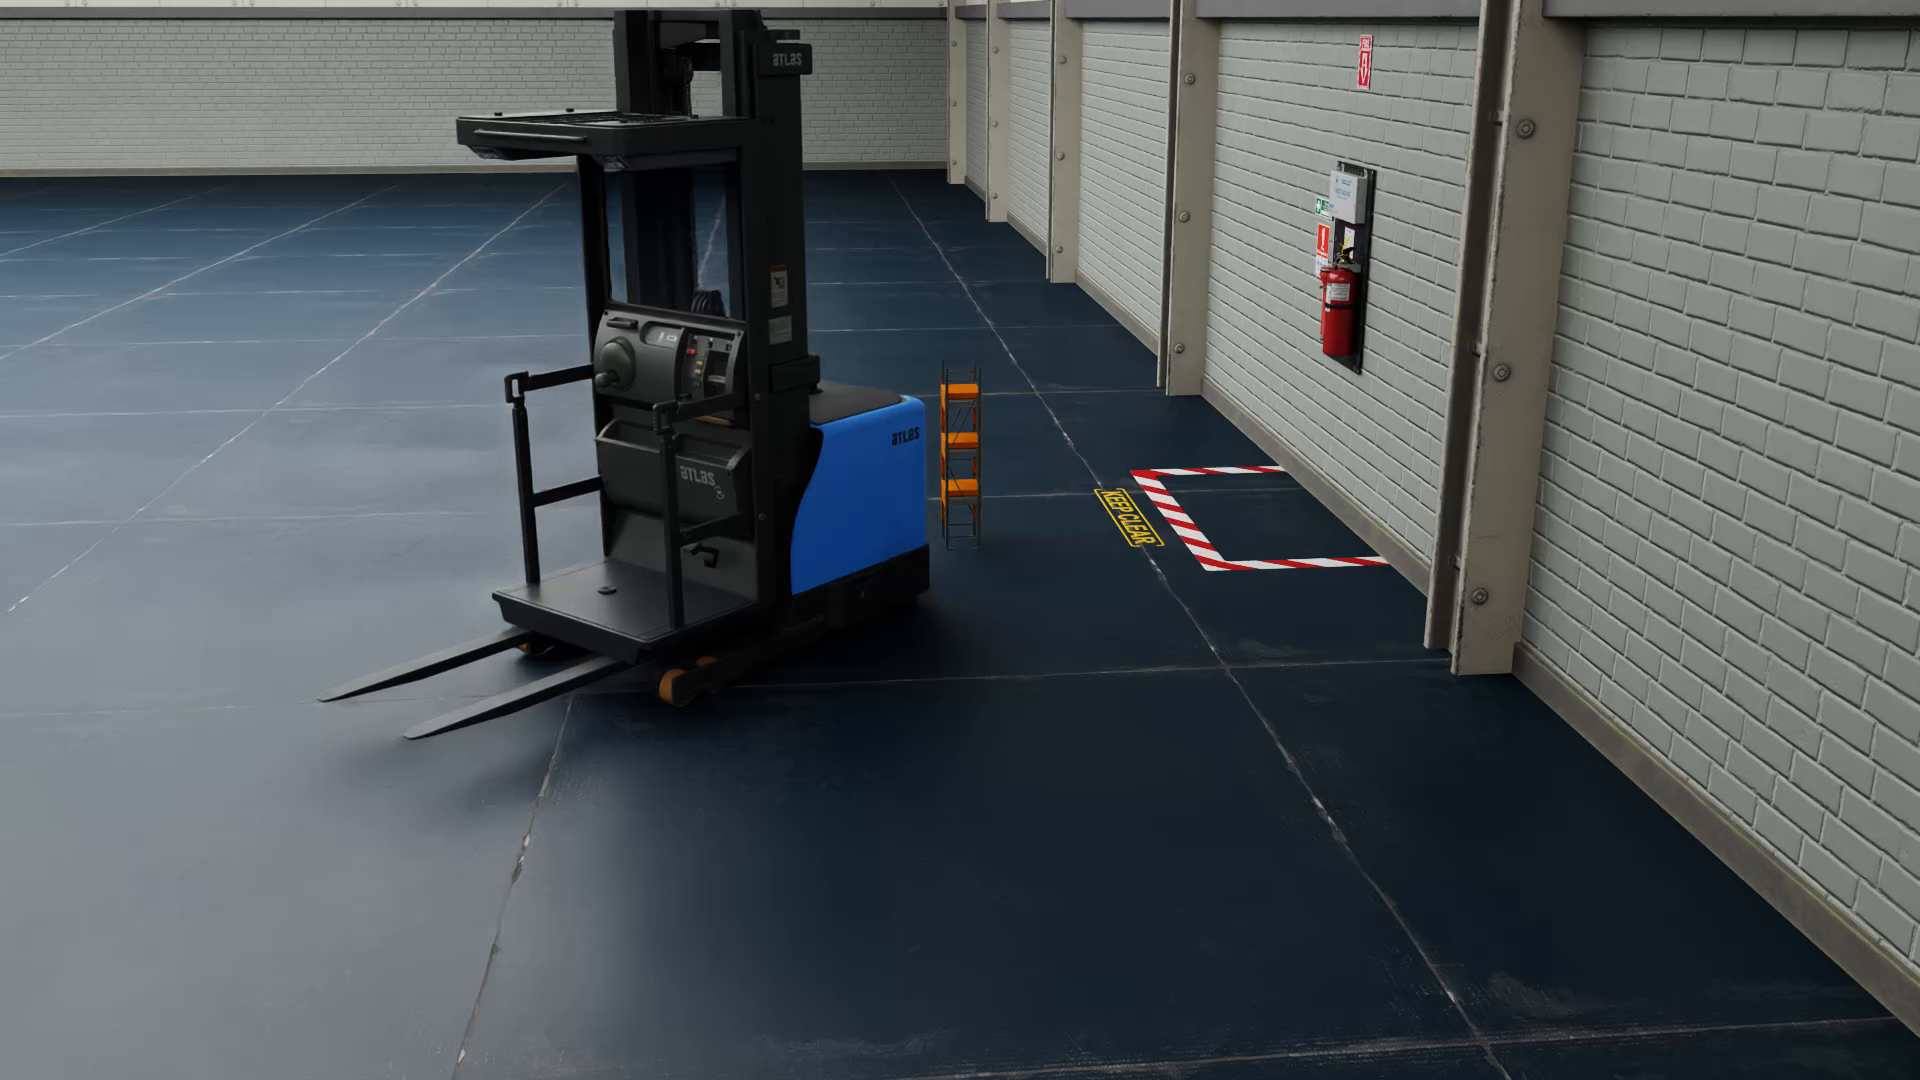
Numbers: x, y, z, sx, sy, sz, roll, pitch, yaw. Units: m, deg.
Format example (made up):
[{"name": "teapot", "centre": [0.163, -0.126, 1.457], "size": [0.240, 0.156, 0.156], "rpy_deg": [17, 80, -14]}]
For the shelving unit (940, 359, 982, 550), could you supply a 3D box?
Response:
[{"name": "shelving unit", "centre": [0.006, -0.485, 9.469], "size": [0.215, 1.050, 0.252], "rpy_deg": [-2, 18, -6]}]

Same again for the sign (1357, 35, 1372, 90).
[{"name": "sign", "centre": [2.302, -2.719, 9.461], "size": [0.001, 0.298, 0.199], "rpy_deg": [-2, 18, -6]}]

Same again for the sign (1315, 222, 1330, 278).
[{"name": "sign", "centre": [2.249, -1.793, 10.320], "size": [0.001, 0.329, 0.234], "rpy_deg": [-2, 18, -6]}]

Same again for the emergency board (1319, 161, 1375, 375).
[{"name": "emergency board", "centre": [2.203, -1.608, 9.791], "size": [0.194, 1.169, 0.643], "rpy_deg": [-2, 18, -6]}]

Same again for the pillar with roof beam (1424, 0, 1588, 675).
[{"name": "pillar with roof beam", "centre": [-1.862, -3.600, 6.120], "size": [9.100, 9.000, 0.400], "rpy_deg": [-2, 18, -6]}]

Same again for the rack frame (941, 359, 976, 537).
[{"name": "rack frame", "centre": [-0.007, -0.521, 9.585], "size": [0.200, 1.050, 0.008], "rpy_deg": [-2, 18, -6]}]

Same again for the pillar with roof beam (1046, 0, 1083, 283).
[{"name": "pillar with roof beam", "centre": [-3.099, -7.175, 17.508], "size": [9.100, 9.000, 0.400], "rpy_deg": [-2, 18, -6]}]

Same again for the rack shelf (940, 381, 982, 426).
[{"name": "rack shelf", "centre": [0.006, -0.746, 9.387], "size": [0.215, 0.259, 0.240], "rpy_deg": [-2, 18, -6]}]

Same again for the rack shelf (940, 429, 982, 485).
[{"name": "rack shelf", "centre": [0.006, -0.475, 9.472], "size": [0.215, 0.259, 0.240], "rpy_deg": [-2, 18, -6]}]

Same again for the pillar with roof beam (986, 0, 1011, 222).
[{"name": "pillar with roof beam", "centre": [-3.718, -8.963, 23.202], "size": [9.100, 9.000, 0.400], "rpy_deg": [-2, 18, -6]}]

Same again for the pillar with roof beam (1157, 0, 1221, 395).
[{"name": "pillar with roof beam", "centre": [-2.481, -5.387, 11.814], "size": [9.100, 9.000, 0.400], "rpy_deg": [-2, 18, -6]}]

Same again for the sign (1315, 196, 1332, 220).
[{"name": "sign", "centre": [2.241, -2.044, 10.236], "size": [0.001, 0.109, 0.331], "rpy_deg": [-2, 18, -6]}]

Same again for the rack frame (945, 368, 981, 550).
[{"name": "rack frame", "centre": [0.018, -0.449, 9.353], "size": [0.200, 1.050, 0.008], "rpy_deg": [-2, 18, -6]}]

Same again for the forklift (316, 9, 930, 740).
[{"name": "forklift", "centre": [-1.463, -0.830, 7.426], "size": [1.130, 2.935, 3.031], "rpy_deg": [13, 22, 36]}]

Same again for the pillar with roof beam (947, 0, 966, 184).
[{"name": "pillar with roof beam", "centre": [-4.337, -10.750, 28.896], "size": [9.100, 9.000, 0.400], "rpy_deg": [-2, 18, -6]}]

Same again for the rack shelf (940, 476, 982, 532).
[{"name": "rack shelf", "centre": [0.006, -0.210, 9.555], "size": [0.215, 0.259, 0.240], "rpy_deg": [-2, 18, -6]}]
